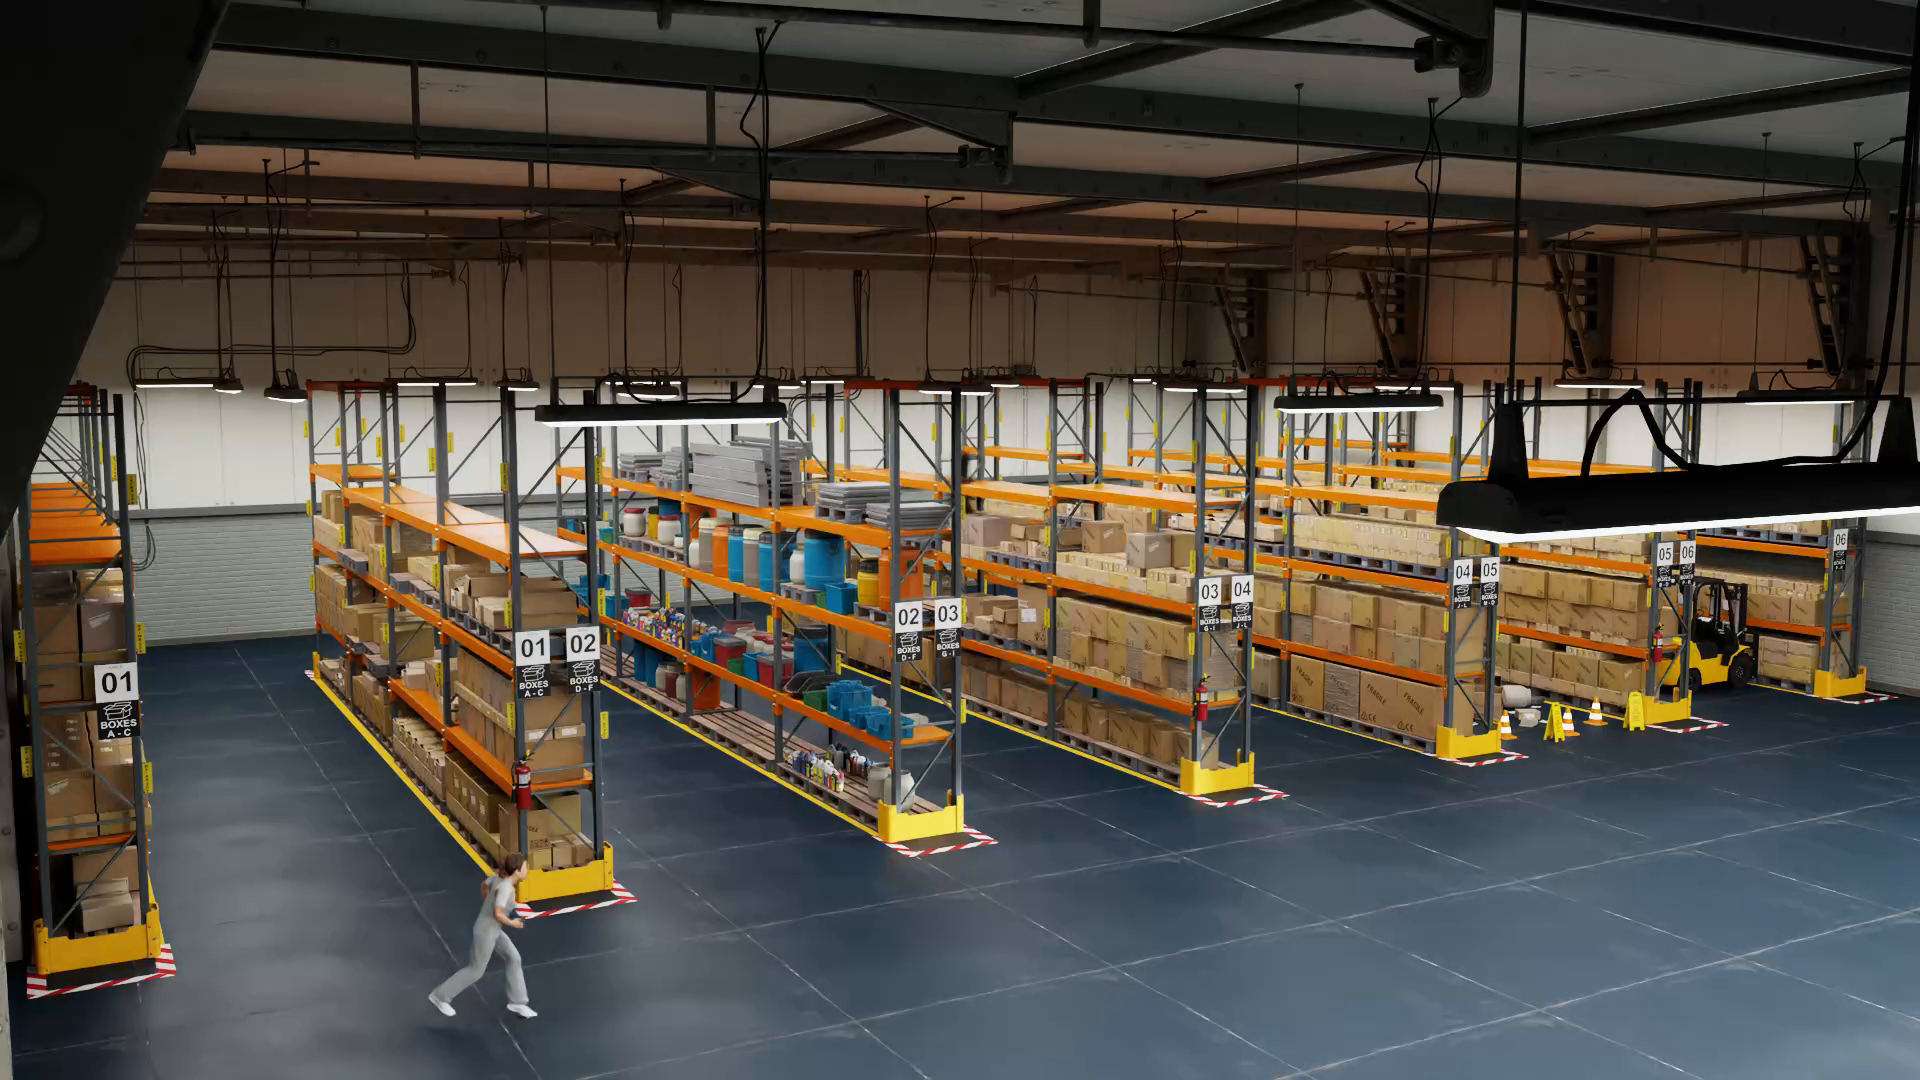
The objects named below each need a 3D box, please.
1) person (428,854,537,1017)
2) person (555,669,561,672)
[{"bbox_3d":[-4.618,3.853,16.039,1.004,1.627,0.596,-2,6,-18],"label":"person"},{"bbox_3d":[-7.959,2.060,32.828,0.606,1.586,0.812,-6,8,-44],"label":"person"}]
